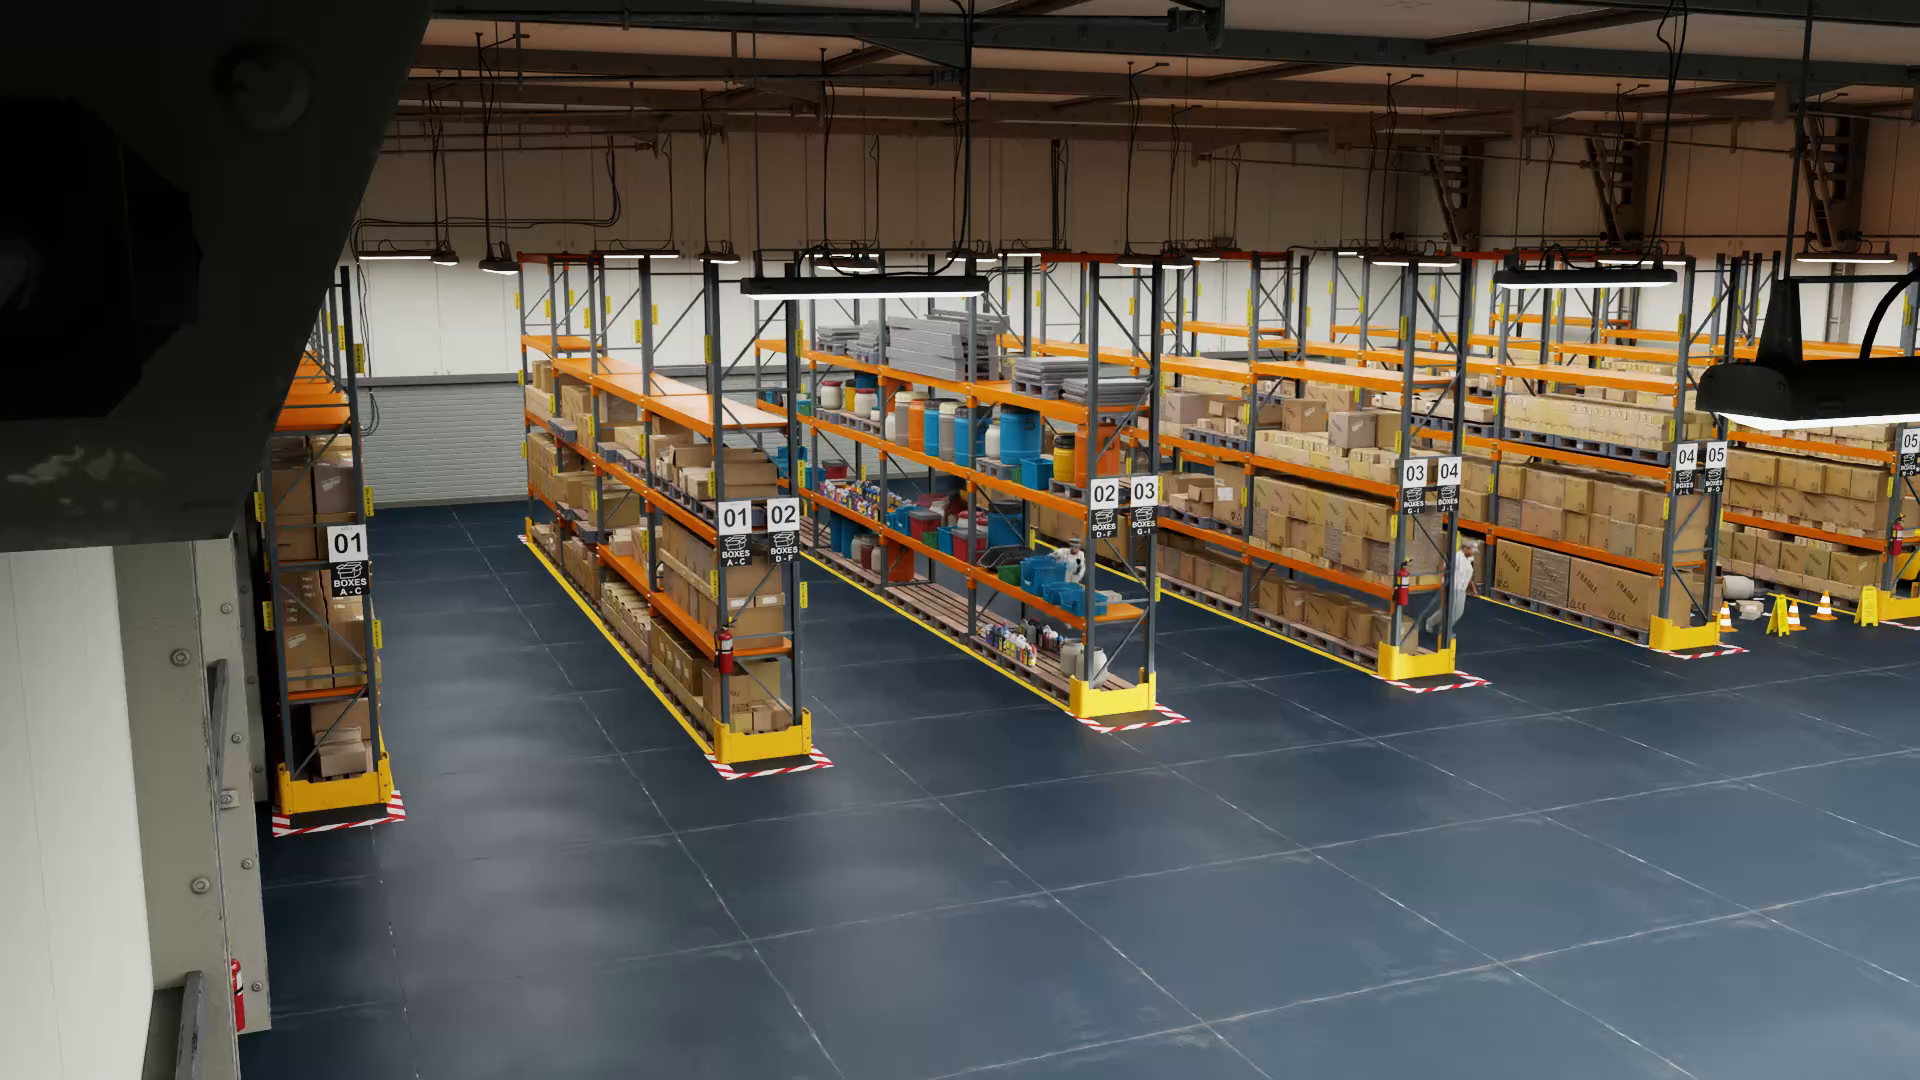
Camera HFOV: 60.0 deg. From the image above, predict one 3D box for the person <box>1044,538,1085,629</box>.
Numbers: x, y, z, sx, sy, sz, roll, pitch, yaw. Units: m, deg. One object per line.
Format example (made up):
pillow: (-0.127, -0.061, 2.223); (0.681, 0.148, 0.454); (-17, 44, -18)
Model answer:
person: (1.702, 0.637, 27.273); (0.611, 1.486, 1.002); (-4, 11, -22)

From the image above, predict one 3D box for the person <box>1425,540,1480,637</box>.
person: (7.857, 0.768, 26.422); (0.734, 1.581, 0.675); (-7, 12, -32)
